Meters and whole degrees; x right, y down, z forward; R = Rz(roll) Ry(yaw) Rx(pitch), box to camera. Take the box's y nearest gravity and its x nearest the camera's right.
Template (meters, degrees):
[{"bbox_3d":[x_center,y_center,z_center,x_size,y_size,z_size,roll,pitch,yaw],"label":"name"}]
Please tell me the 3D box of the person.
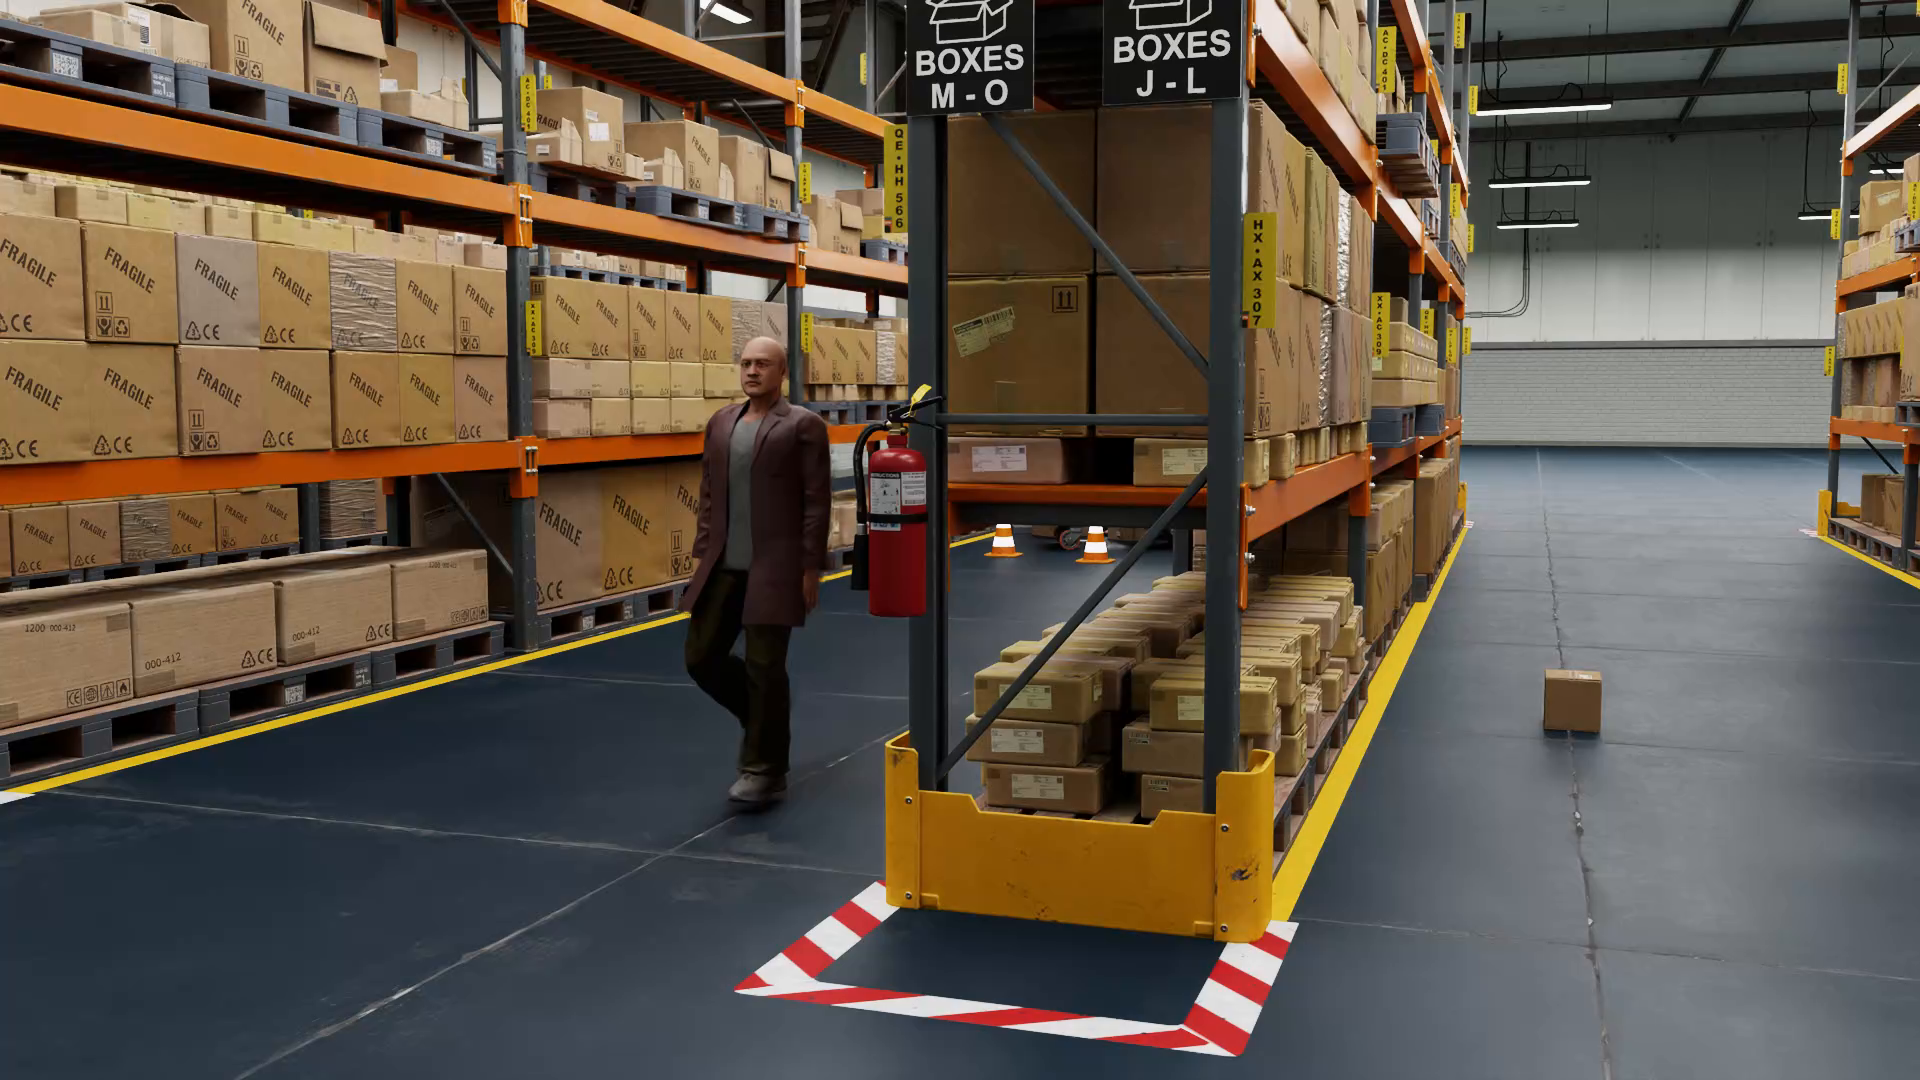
[{"bbox_3d":[-0.780,0.100,6.460,0.600,1.770,0.601,2,6,23],"label":"person"}]
